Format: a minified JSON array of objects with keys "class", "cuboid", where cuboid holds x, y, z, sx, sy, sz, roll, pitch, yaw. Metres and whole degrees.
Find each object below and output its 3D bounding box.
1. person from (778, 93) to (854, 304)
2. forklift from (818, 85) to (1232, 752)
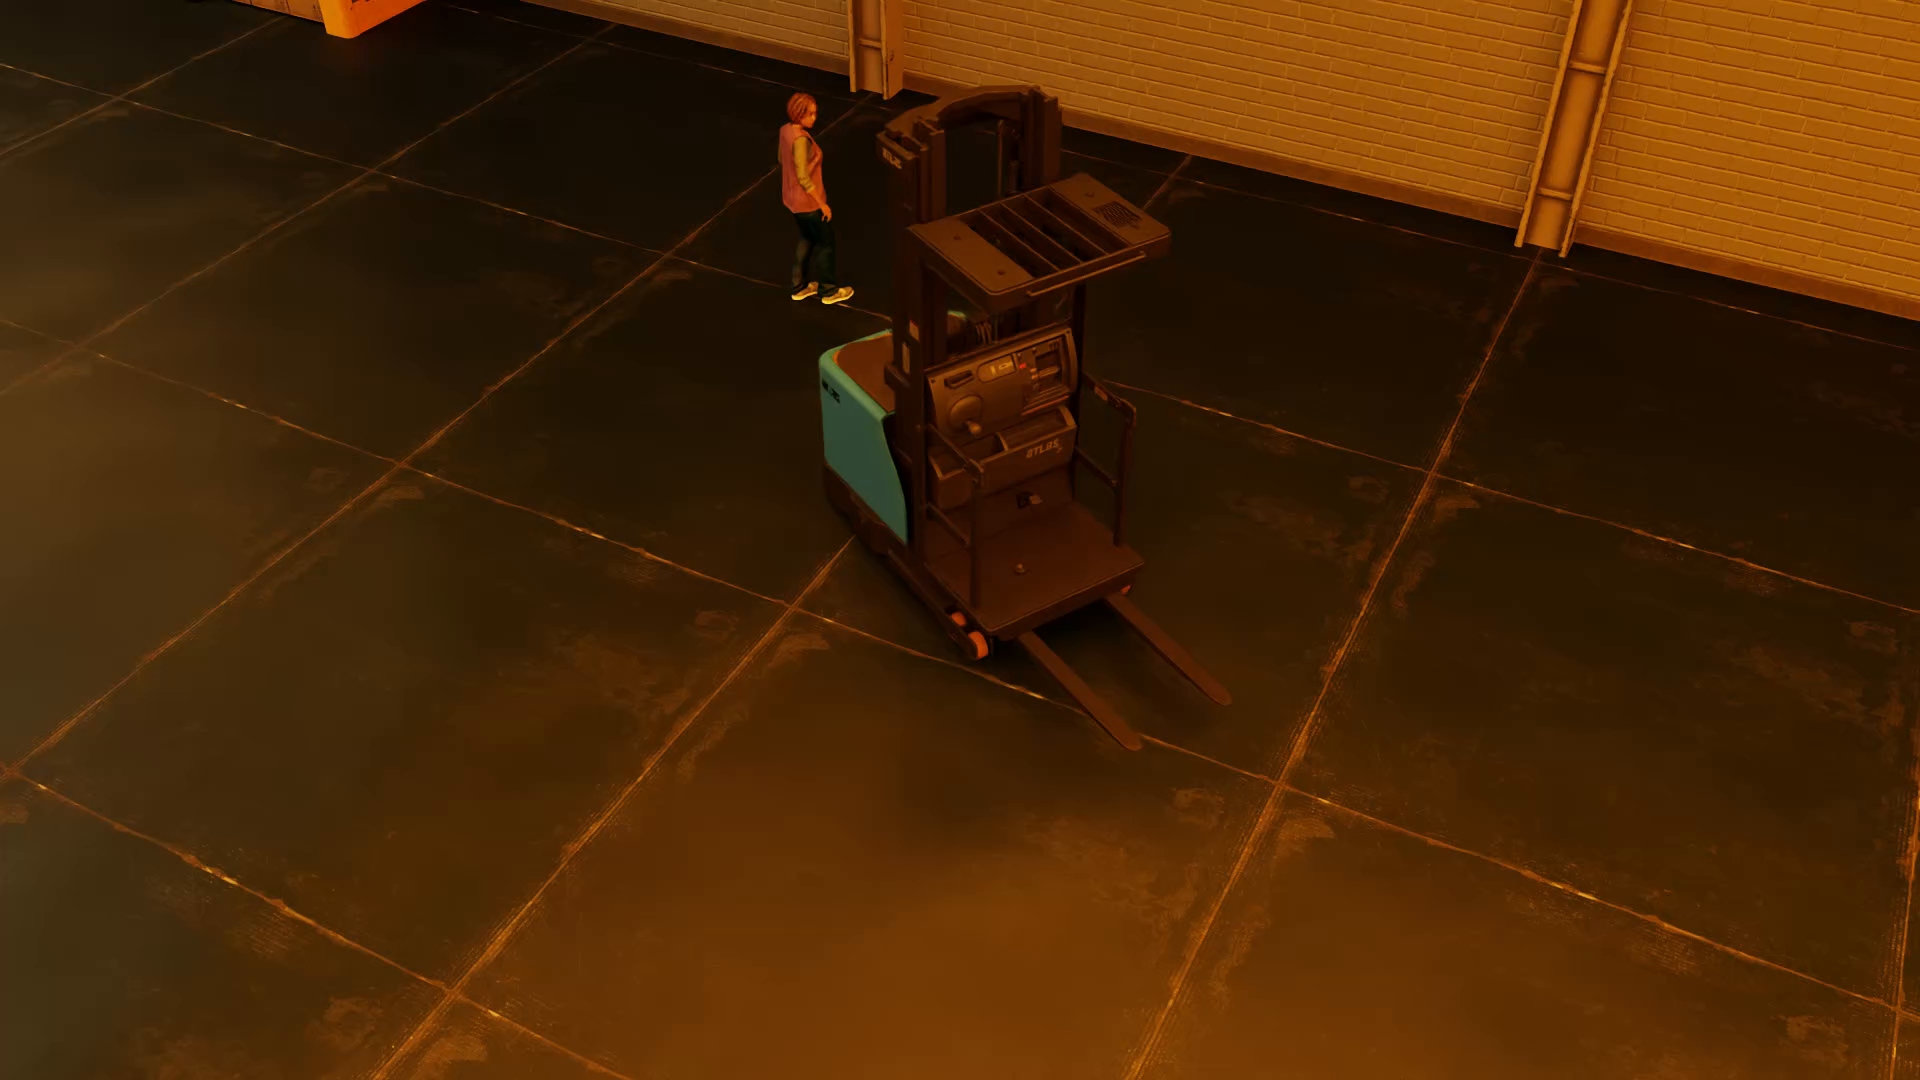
[{"class":"person","cuboid":[-1.058,-2.444,11.938,0.456,1.585,0.617,-21,44,-23]},{"class":"forklift","cuboid":[0.357,-0.788,8.922,1.130,2.935,3.031,-23,45,-25]}]
